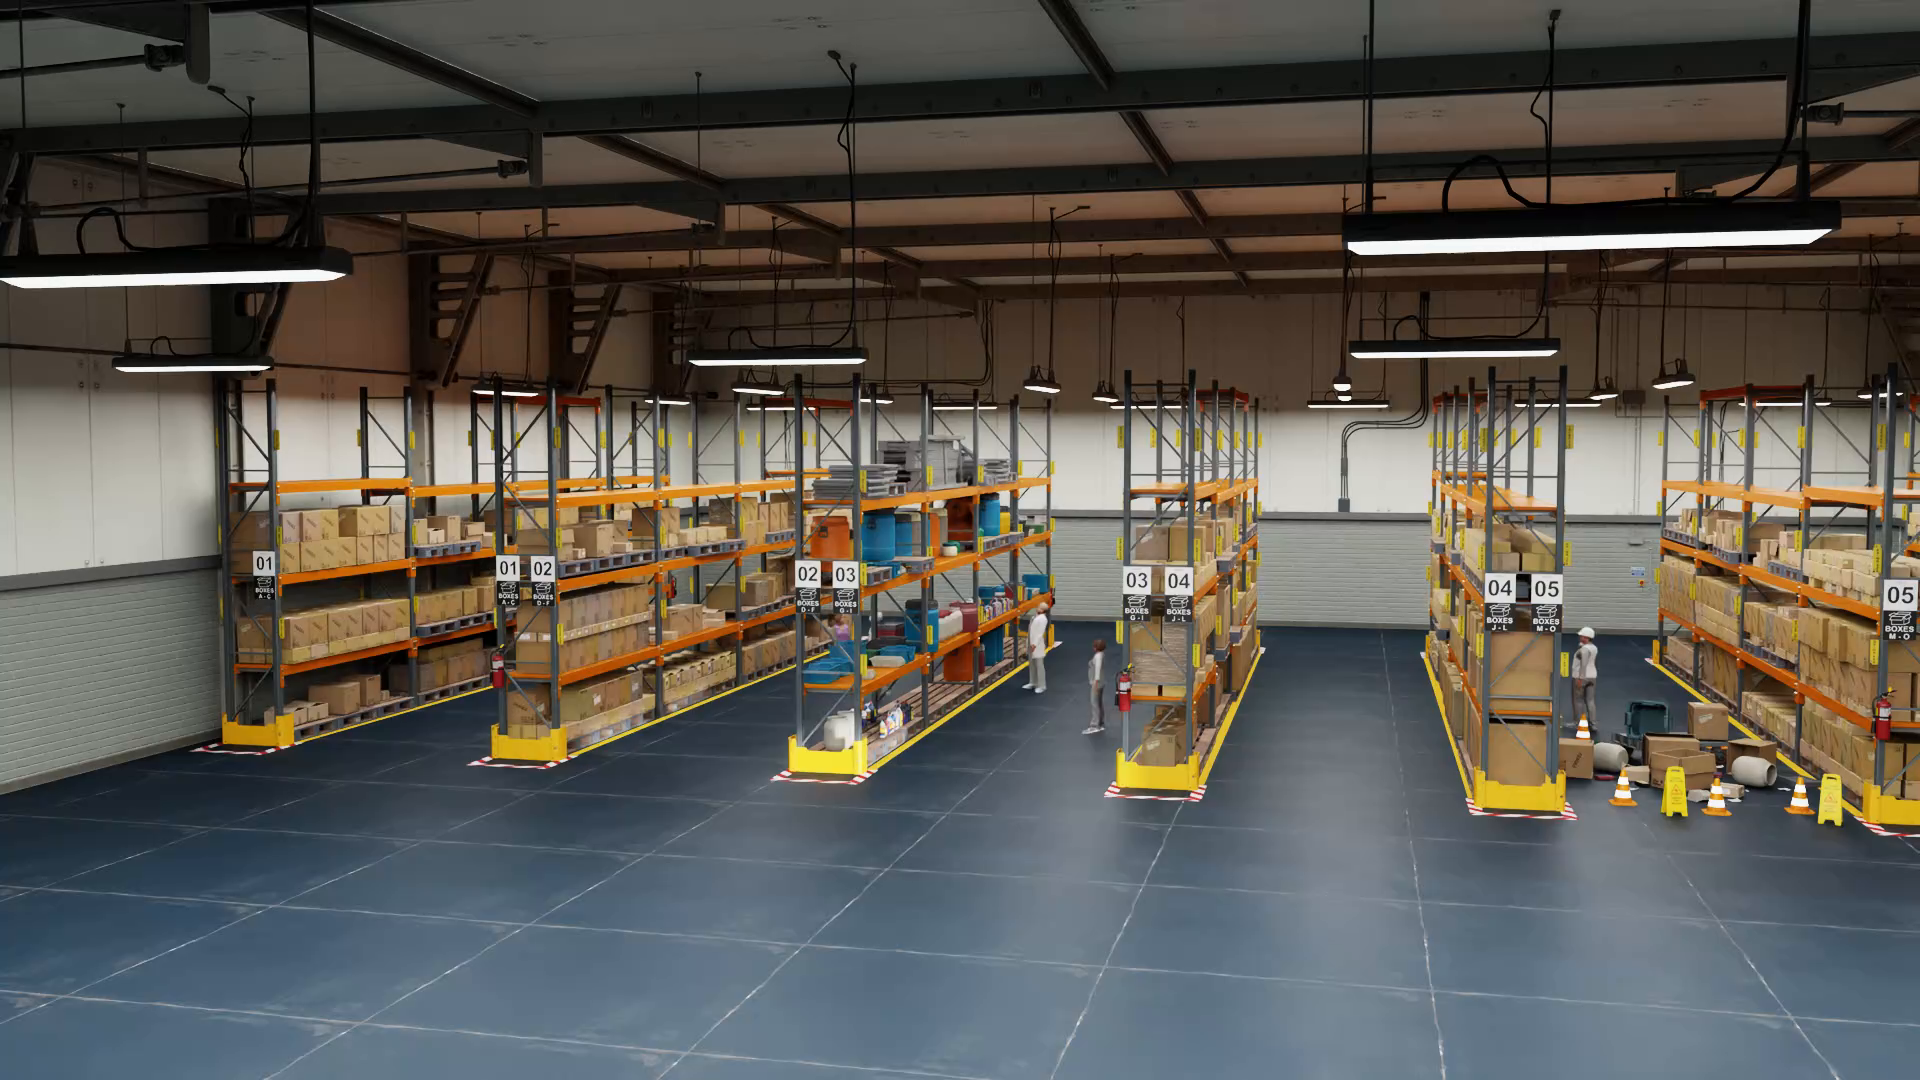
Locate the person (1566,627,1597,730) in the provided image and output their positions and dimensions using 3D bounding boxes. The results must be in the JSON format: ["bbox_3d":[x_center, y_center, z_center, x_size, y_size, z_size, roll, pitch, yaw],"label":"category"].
[{"bbox_3d":[10.827,2.397,28.817,0.537,1.776,0.478,-2,4,-24],"label":"person"}]

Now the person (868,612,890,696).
[{"bbox_3d":[-1.539,2.214,32.448,0.539,1.662,0.650,-1,4,-16],"label":"person"}]

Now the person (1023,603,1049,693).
[{"bbox_3d":[1.490,2.147,33.251,0.498,1.795,0.621,-2,4,-30],"label":"person"}]

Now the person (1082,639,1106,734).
[{"bbox_3d":[2.317,2.495,28.523,0.374,1.610,0.512,1,3,12],"label":"person"}]

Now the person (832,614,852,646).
[{"bbox_3d":[-2.375,2.236,33.942,0.467,1.474,0.709,-1,3,-10],"label":"person"}]
